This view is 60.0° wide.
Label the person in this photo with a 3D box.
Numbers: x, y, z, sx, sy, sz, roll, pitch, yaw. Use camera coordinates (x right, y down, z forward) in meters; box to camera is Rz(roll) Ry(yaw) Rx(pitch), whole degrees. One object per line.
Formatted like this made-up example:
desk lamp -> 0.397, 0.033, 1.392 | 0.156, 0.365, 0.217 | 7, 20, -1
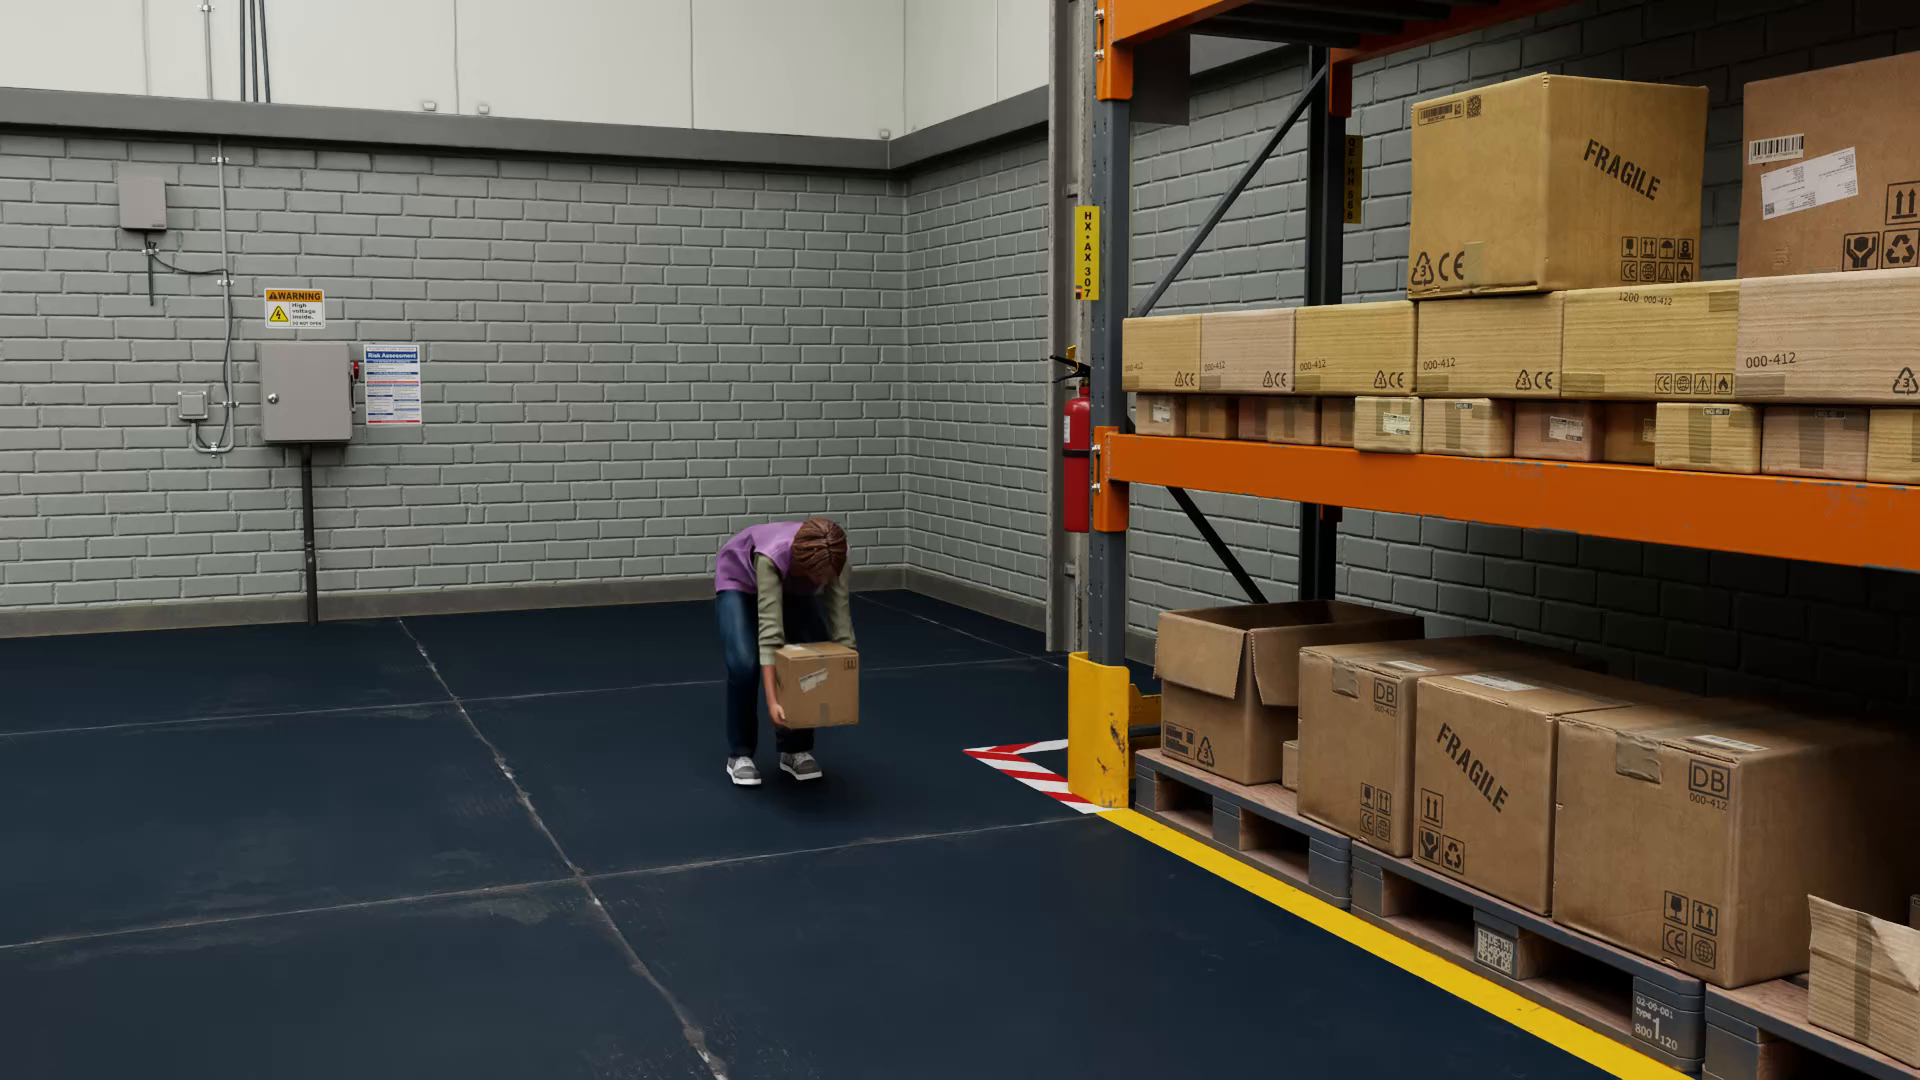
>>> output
person -> -0.628, 0.407, 6.049 | 0.416, 1.016, 0.857 | -3, 6, -26
